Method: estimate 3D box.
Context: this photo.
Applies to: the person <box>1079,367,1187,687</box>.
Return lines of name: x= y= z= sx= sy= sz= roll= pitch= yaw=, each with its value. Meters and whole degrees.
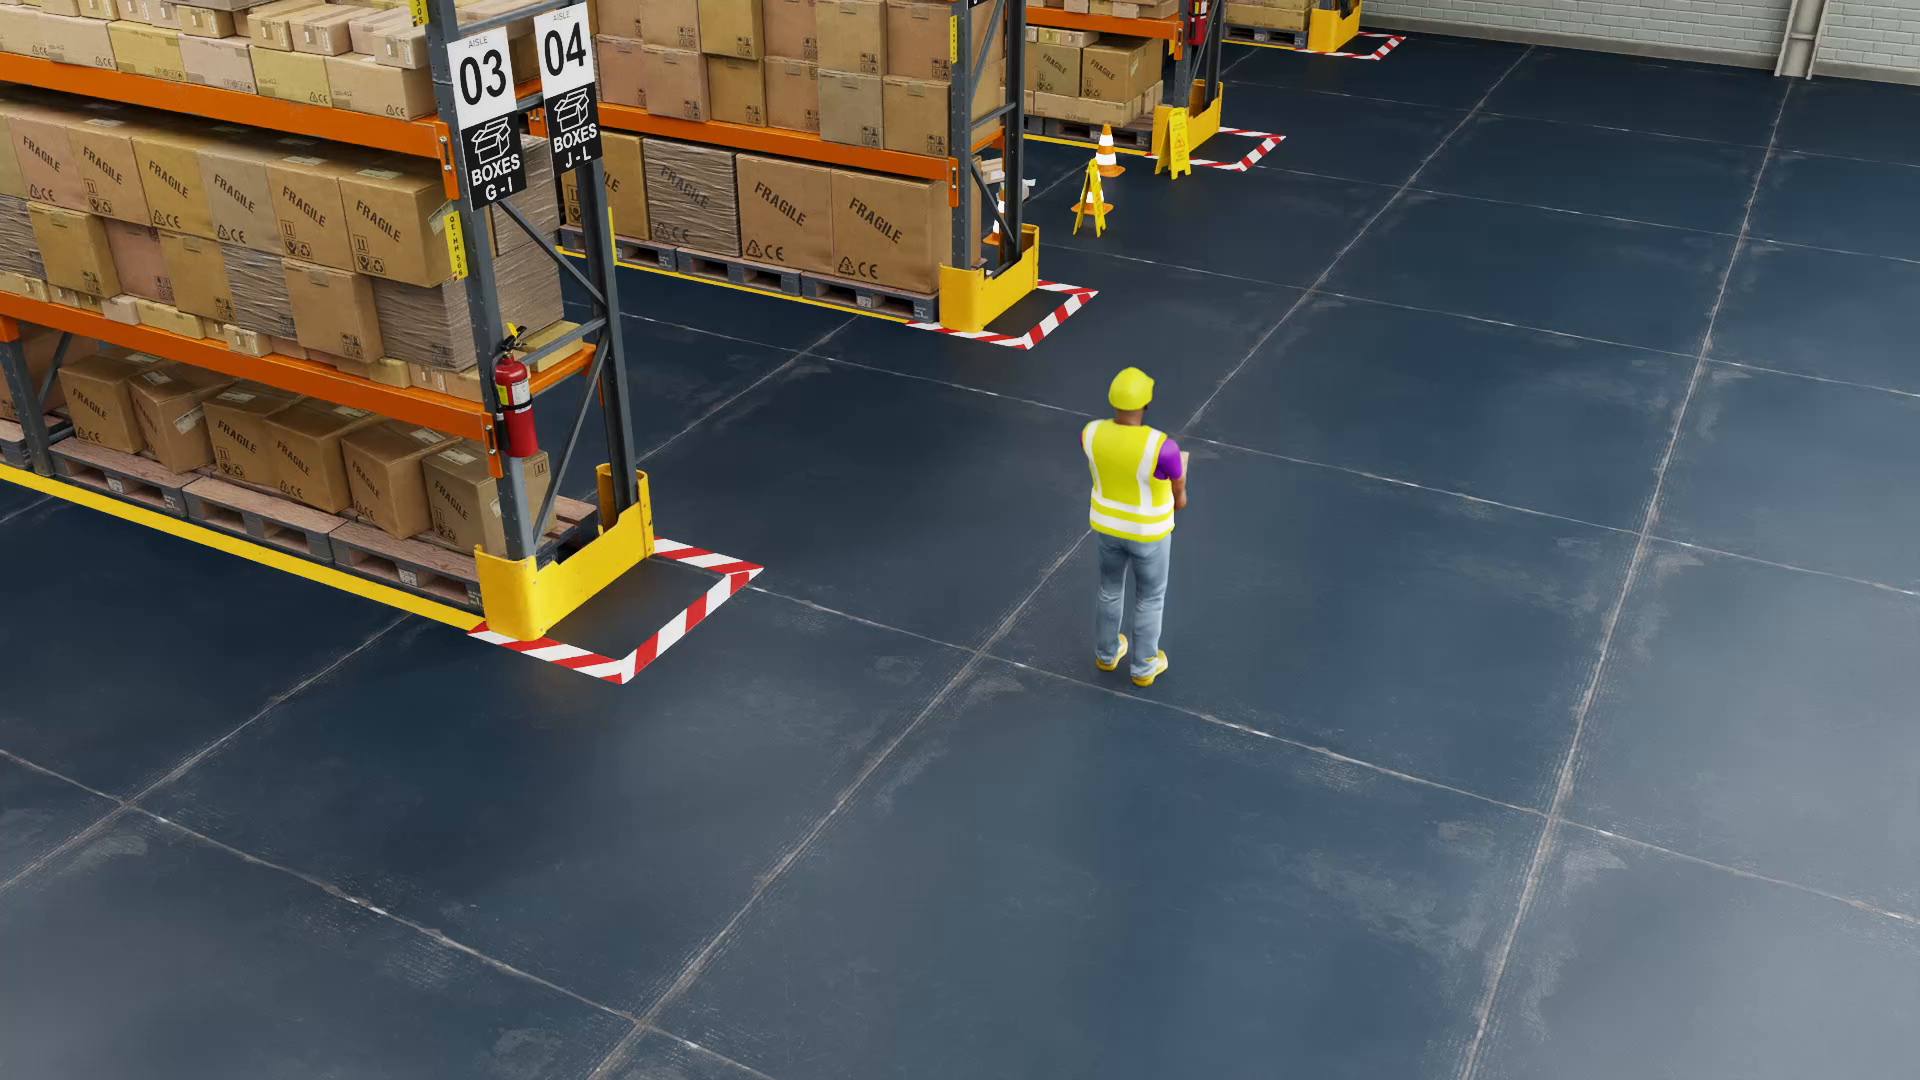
person: x=0.897 y=-0.113 z=8.471 sx=0.503 sy=1.760 sz=0.577 roll=15 pitch=33 yaw=24
